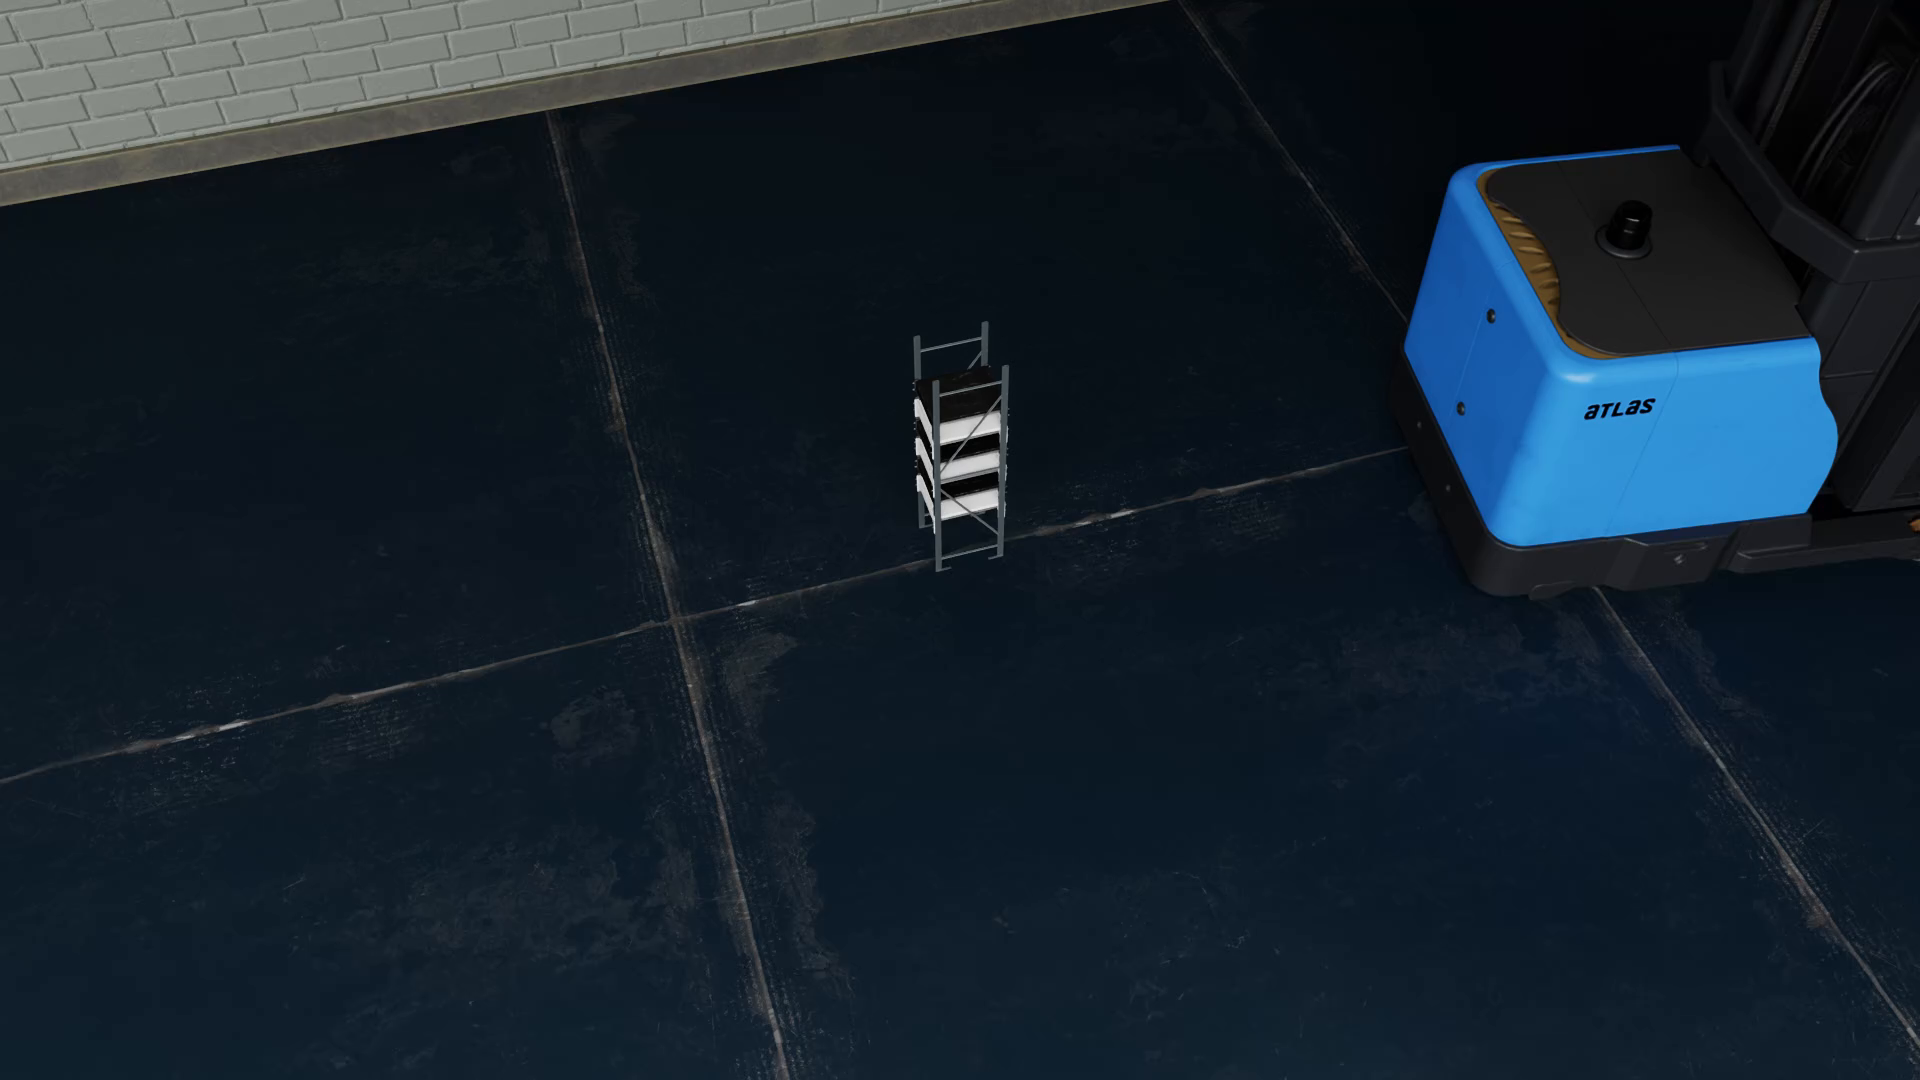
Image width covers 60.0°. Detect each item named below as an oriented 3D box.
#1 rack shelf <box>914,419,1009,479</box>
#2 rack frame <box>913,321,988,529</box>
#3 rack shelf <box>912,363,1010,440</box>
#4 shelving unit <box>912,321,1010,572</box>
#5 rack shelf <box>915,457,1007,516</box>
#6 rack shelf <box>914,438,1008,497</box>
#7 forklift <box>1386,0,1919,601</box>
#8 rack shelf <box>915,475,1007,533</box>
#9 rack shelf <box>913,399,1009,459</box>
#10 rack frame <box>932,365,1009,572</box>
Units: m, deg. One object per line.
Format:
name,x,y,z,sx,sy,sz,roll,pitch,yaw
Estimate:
rack shelf,0.002,-0.321,5.358,0.258,0.077,0.200,-13,51,-11
rack frame,-0.028,-0.358,5.464,0.240,0.900,0.006,-13,51,-11
rack shelf,0.002,-0.437,5.220,0.258,0.077,0.200,-13,51,-11
shelving unit,0.002,-0.284,5.401,0.258,0.900,0.210,-13,51,-11
rack shelf,0.002,-0.205,5.495,0.258,0.077,0.200,-13,51,-11
rack shelf,0.002,-0.263,5.426,0.258,0.077,0.200,-13,51,-11
forklift,3.127,-1.270,4.903,3.031,2.935,1.130,-7,50,-6
rack shelf,0.002,-0.147,5.564,0.258,0.077,0.200,-13,51,-11
rack shelf,0.002,-0.379,5.289,0.258,0.077,0.200,-13,51,-11
rack frame,0.032,-0.210,5.338,0.240,0.900,0.006,-13,51,-11
